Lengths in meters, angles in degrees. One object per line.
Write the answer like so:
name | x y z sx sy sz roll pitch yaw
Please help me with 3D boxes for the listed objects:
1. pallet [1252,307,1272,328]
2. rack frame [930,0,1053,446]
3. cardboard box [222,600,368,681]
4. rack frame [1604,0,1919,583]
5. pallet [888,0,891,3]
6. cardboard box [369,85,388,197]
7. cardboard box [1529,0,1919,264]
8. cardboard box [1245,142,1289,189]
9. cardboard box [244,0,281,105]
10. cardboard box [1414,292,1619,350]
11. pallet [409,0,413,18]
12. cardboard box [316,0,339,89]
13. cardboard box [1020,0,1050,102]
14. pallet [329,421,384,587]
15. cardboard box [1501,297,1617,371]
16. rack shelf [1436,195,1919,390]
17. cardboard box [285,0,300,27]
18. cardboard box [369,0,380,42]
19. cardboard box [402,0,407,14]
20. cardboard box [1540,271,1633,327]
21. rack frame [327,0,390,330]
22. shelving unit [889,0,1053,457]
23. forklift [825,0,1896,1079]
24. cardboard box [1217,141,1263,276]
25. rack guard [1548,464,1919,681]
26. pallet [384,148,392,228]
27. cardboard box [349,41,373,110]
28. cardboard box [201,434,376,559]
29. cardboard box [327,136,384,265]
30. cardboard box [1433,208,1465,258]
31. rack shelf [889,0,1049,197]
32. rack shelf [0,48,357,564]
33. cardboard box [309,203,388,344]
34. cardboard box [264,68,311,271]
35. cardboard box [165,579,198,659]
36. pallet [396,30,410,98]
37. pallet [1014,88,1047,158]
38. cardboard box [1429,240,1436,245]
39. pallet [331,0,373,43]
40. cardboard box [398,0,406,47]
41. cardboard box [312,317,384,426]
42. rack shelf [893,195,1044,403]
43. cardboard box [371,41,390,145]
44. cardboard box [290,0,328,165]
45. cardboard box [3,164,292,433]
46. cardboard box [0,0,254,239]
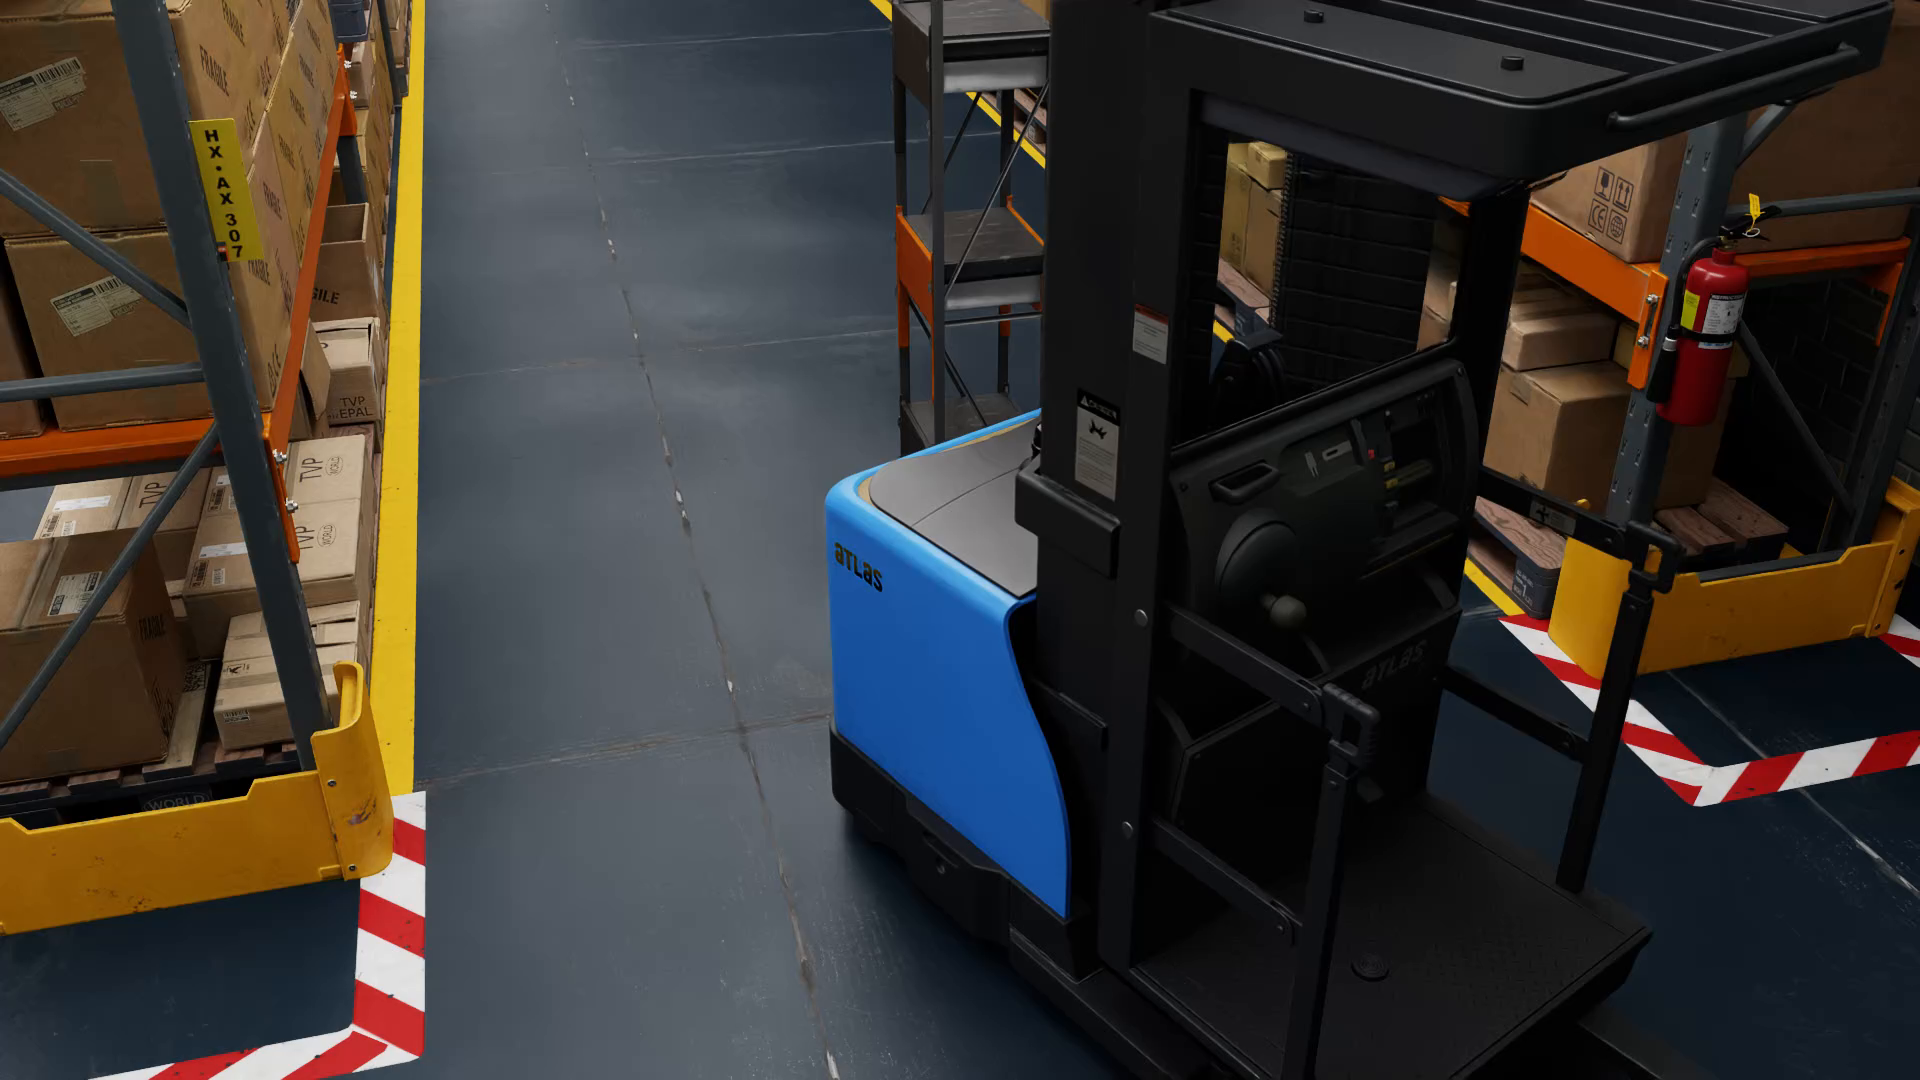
pallet | 1.990 -0.755 7.343 1.003 0.211 1.213 -8 31 -13
rack frame | 0.109 -0.711 5.382 0.400 2.100 0.015 -8 31 -13
cardboard box | -2.024 0.330 5.075 0.380 0.166 0.250 -8 31 -13
rack frame | 2.598 -0.998 4.980 1.000 3.000 0.127 -8 31 -13
pallet | -0.052 -4.620 14.022 1.003 0.211 1.213 -8 31 -13
cardboard box | -3.410 -2.142 9.013 0.500 0.500 0.500 -7 31 -13
cardboard box | 2.453 -1.373 5.328 0.980 0.700 0.700 -6 31 -11
cardboard box | 1.551 -1.746 7.700 0.380 0.149 0.250 -7 31 -12
cardboard box | -2.315 -1.556 4.847 0.500 0.500 0.500 -7 31 -13
cardboard box | 2.183 -0.664 6.479 0.700 0.500 0.500 -8 31 -13
pallet | -5.129 -4.576 13.944 1.003 0.211 1.213 -8 31 -13
cardboard box | -2.859 -2.105 6.793 0.500 0.500 0.500 -7 31 -12
cardboard box | 0.769 -3.316 10.712 0.750 0.750 0.750 -8 31 -14
pallet | -2.730 -0.140 6.282 1.003 0.211 1.213 -8 31 -13
cardboard box | 2.106 -0.741 5.964 0.380 0.149 0.250 -8 31 -14
rack shelf | 2.067 -1.652 6.829 1.077 0.370 4.000 -8 31 -13
cardboard box | -2.583 -2.045 5.691 0.500 0.500 0.500 -8 31 -13
cardboard box | -3.807 -3.187 10.070 0.500 0.250 0.500 -7 31 -11
cardboard box | -4.570 -4.226 12.882 0.500 0.250 0.500 -7 31 -12
cardboard box | 2.406 -0.914 6.263 0.380 0.149 0.250 -8 31 -13
rack frame | -3.239 -2.269 7.176 1.000 3.000 0.127 -8 31 -13
shelving unit | 0.044 -0.829 5.586 0.431 2.100 0.503 -8 31 -13
forklift | 0.936 -0.059 3.426 1.130 2.935 3.031 -22 36 -33
cardboard box | 1.636 -1.655 8.191 0.700 0.500 0.500 -7 31 -13
rack guard | 2.604 0.096 5.586 1.175 0.500 0.348 -8 31 -13
pallet | -3.819 -2.040 9.565 1.003 0.211 1.213 -8 31 -13
cardboard box | -3.398 -2.451 8.798 0.500 0.250 0.500 -8 31 -13
cardboard box | -2.314 -0.121 5.770 0.500 0.250 0.500 -8 31 -13
cardboard box | -3.133 -1.644 8.152 0.500 0.500 0.500 -9 31 -16
cardboard box | 2.203 -1.282 6.898 0.380 0.149 0.250 -8 31 -13
rack shelf | 0.044 -1.423 5.242 0.431 0.518 0.480 -8 31 -13
rack shelf | -2.708 -0.992 5.688 1.077 0.370 4.000 -8 31 -13
cardboard box | -2.814 -1.140 7.282 0.500 0.500 0.500 -8 31 -13
cardboard box | -2.313 -1.121 5.093 0.500 0.500 0.500 -8 31 -13
cardboard box | -2.580 0.261 5.194 0.380 0.166 0.250 -8 31 -13
pallet | -4.482 -3.397 11.908 1.003 0.211 1.213 -8 31 -13
pallet | 0.931 -2.676 10.662 1.003 0.211 1.213 -8 31 -13
cardboard box | 1.900 -1.164 7.342 0.700 0.500 0.500 -7 31 -12
pallet | -3.346 -2.587 7.916 1.003 0.211 1.213 -8 31 -13
cardboard box | -4.291 -3.728 12.021 0.500 0.250 0.500 -9 31 -15
cardboard box | -2.615 -0.696 6.703 0.500 0.311 0.500 -8 31 -13
rack shelf | 0.044 -0.817 5.593 0.431 0.518 0.480 -8 31 -13
cardboard box | -3.689 -2.639 9.872 0.500 0.500 0.500 -9 31 -15
cardboard box | -2.582 -1.609 5.935 0.500 0.500 0.500 -7 31 -12
cardboard box | -2.041 -0.630 4.244 0.500 0.500 0.500 -7 31 -12
cardboard box | -2.041 -1.063 3.994 0.500 0.500 0.500 -7 31 -12
